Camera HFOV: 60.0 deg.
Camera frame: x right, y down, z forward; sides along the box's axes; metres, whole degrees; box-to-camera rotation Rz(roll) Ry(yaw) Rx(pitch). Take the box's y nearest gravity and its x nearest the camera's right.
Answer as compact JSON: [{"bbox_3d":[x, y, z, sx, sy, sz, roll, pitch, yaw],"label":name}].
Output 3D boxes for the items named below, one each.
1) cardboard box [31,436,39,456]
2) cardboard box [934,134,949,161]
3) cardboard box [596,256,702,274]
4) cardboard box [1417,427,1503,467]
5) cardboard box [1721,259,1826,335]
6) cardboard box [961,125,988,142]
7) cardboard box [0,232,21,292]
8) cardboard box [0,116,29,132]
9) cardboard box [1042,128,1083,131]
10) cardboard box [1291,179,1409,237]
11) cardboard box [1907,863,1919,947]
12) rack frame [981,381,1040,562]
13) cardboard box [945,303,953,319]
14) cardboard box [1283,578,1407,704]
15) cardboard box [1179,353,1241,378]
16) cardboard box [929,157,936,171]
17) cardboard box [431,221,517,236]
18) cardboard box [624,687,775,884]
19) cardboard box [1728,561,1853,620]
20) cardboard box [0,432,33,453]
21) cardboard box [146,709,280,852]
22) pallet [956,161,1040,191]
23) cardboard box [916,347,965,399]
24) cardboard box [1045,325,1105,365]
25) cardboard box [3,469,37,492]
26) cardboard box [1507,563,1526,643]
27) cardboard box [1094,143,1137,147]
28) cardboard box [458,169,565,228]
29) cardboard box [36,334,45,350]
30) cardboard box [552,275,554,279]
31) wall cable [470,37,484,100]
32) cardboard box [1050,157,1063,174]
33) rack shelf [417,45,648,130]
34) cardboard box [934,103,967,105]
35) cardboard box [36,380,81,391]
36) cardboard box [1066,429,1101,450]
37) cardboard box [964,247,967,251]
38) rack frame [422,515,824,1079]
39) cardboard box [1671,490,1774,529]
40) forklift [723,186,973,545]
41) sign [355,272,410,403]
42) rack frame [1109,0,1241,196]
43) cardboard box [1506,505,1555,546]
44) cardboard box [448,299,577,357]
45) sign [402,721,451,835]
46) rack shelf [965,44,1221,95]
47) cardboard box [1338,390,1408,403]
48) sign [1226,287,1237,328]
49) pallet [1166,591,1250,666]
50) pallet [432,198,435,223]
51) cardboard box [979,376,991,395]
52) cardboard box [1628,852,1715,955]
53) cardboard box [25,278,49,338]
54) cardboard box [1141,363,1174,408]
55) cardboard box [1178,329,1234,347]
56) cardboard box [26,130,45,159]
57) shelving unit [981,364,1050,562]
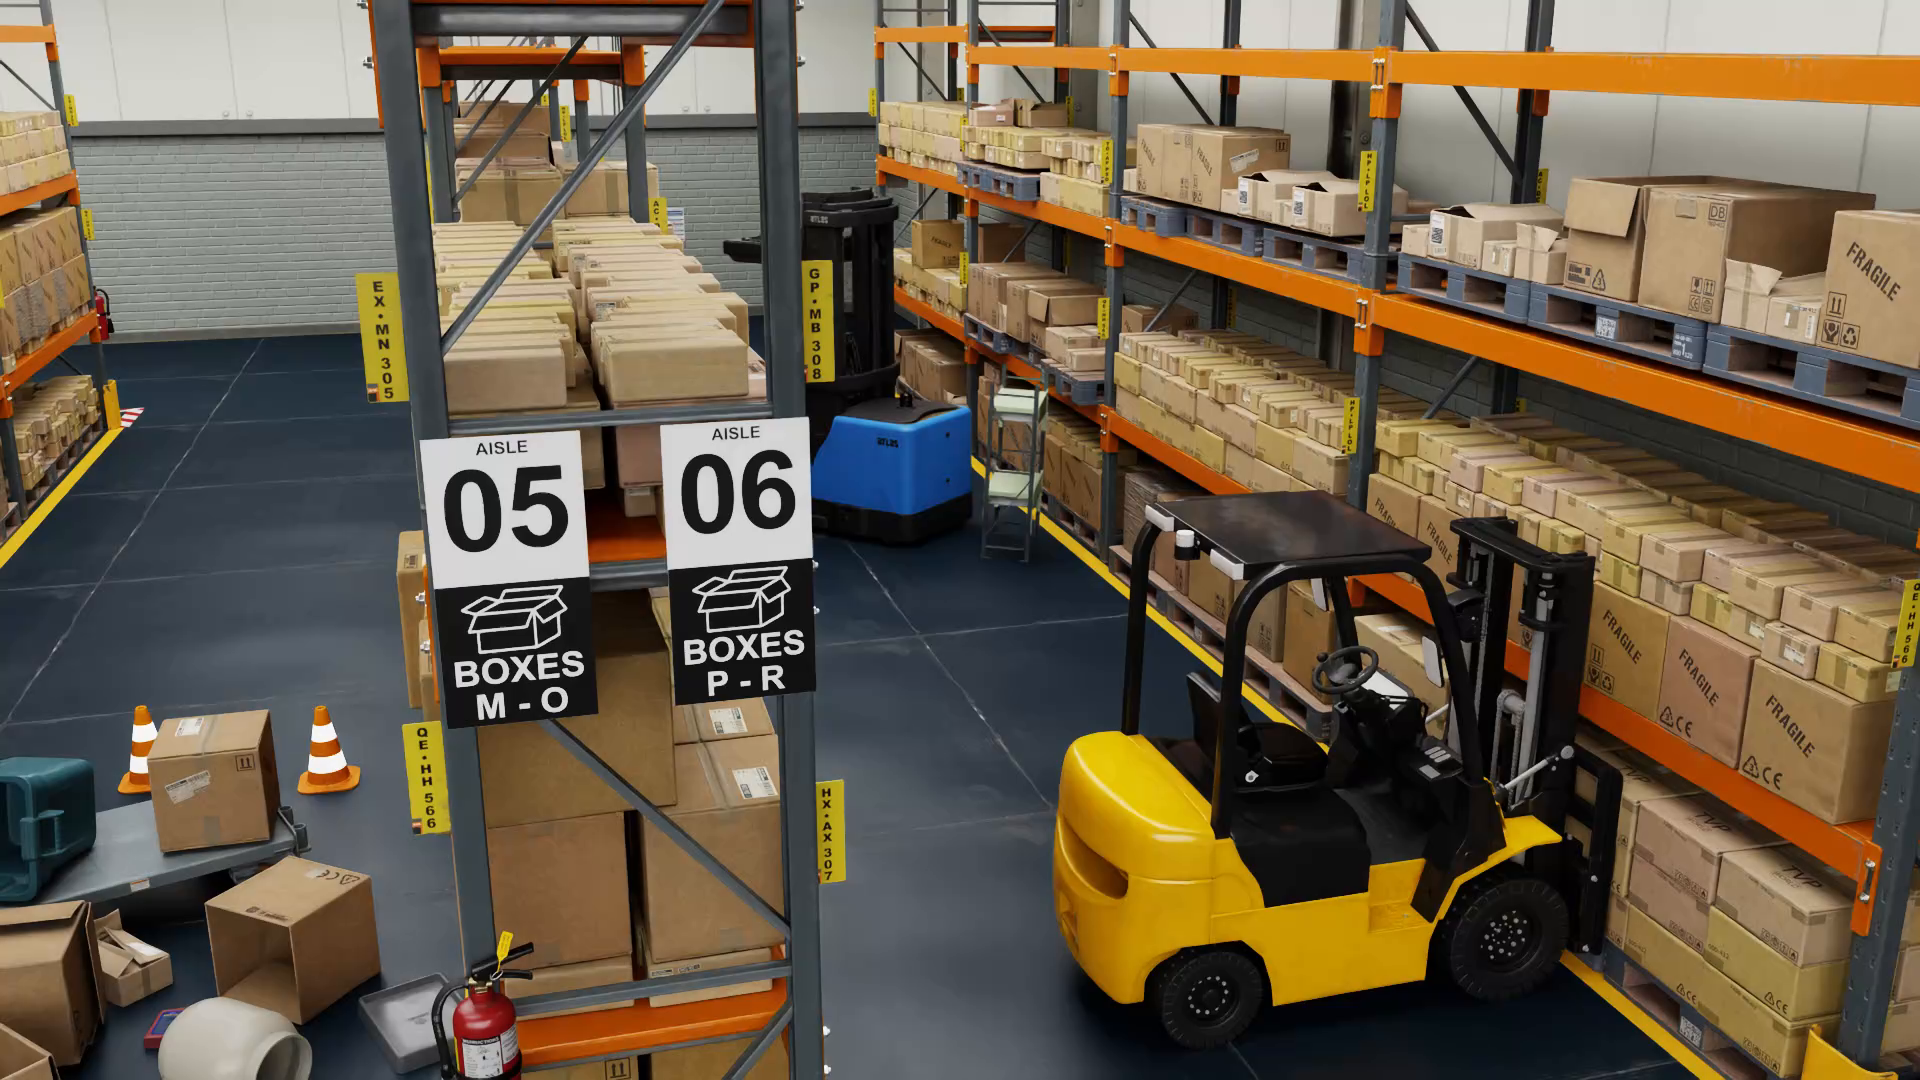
[{"bbox_3d":[-9.059,-0.891,15.912,0.380,0.149,0.250,-6,18,-18],"label":"cardboard box"},{"bbox_3d":[0.038,-4.161,17.620,0.500,0.250,0.500,-5,18,-17],"label":"cardboard box"},{"bbox_3d":[-1.193,-0.997,6.395,0.380,0.149,0.250,-4,17,-15],"label":"cardboard box"},{"bbox_3d":[2.741,-0.510,9.117,0.380,0.149,0.250,-4,17,-14],"label":"cardboard box"},{"bbox_3d":[3.273,-0.975,6.598,0.396,0.266,0.258,-5,17,-15],"label":"cardboard box"},{"bbox_3d":[0.225,-3.988,16.315,0.380,0.149,0.250,-4,17,-14],"label":"cardboard box"},{"bbox_3d":[-8.985,-2.540,15.265,0.500,0.500,0.500,-5,18,-17],"label":"cardboard box"},{"bbox_3d":[-9.342,-4.061,16.241,0.380,0.149,0.250,-4,17,-14],"label":"cardboard box"},{"bbox_3d":[0.991,-3.821,15.759,0.380,0.149,0.250,-4,17,-14],"label":"cardboard box"},{"bbox_3d":[2.330,-2.008,9.961,0.500,0.311,0.500,-5,18,-17],"label":"cardboard box"},{"bbox_3d":[3.912,1.411,6.852,0.500,0.250,0.500,-5,17,-16],"label":"cardboard box"},{"bbox_3d":[0.408,-0.550,13.640,0.400,1.500,0.023,5,17,8],"label":"rack frame"},{"bbox_3d":[0.047,-2.486,17.949,0.380,0.149,0.250,-4,17,-14],"label":"cardboard box"},{"bbox_3d":[2.609,0.608,10.611,0.875,0.625,0.625,-4,17,-13],"label":"cardboard box"},{"bbox_3d":[1.820,-1.257,12.120,0.380,0.149,0.250,-5,17,-15],"label":"cardboard box"},{"bbox_3d":[-0.131,-4.146,18.264,0.380,0.149,0.250,-5,17,-15],"label":"cardboard box"},{"bbox_3d":[-2.236,-1.376,7.656,0.380,0.149,0.250,-5,17,-16],"label":"cardboard box"},{"bbox_3d":[-0.918,0.829,5.787,0.500,0.500,0.500,-4,17,-14],"label":"cardboard box"},{"bbox_3d":[3.366,0.203,6.745,0.380,0.149,0.250,-4,17,-14],"label":"cardboard box"},{"bbox_3d":[-8.853,-0.898,15.418,0.380,0.149,0.250,-4,17,-13],"label":"cardboard box"},{"bbox_3d":[-3.711,1.193,8.297,0.500,0.500,0.500,-5,17,-15],"label":"cardboard box"},{"bbox_3d":[0.676,-3.558,16.195,1.213,0.211,1.003,-5,17,-15],"label":"pallet"},{"bbox_3d":[-0.211,-1.937,19.303,0.500,0.500,0.500,-4,17,-14],"label":"cardboard box"},{"bbox_3d":[1.063,-1.686,14.383,0.500,0.250,0.500,-6,18,-18],"label":"cardboard box"},{"bbox_3d":[-8.730,-0.546,15.283,0.380,0.149,0.250,-5,18,-18],"label":"cardboard box"},{"bbox_3d":[2.933,0.194,8.419,0.500,0.500,0.500,-5,17,-16],"label":"cardboard box"},{"bbox_3d":[1.314,-3.142,13.534,0.380,0.149,0.250,-5,18,-17],"label":"cardboard box"},{"bbox_3d":[-2.290,-1.747,8.500,0.500,0.250,0.500,-4,17,-14],"label":"cardboard box"},{"bbox_3d":[-9.110,-1.929,16.096,0.380,0.149,0.250,-4,17,-13],"label":"cardboard box"},{"bbox_3d":[-2.000,-1.013,7.140,0.500,0.250,0.500,-5,17,-16],"label":"cardboard box"},{"bbox_3d":[-7.140,-7.535,23.893,0.463,3.000,0.029,-5,17,-15],"label":"wall cable"},{"bbox_3d":[1.007,-3.284,14.523,0.380,0.149,0.250,-4,17,-14],"label":"cardboard box"},{"bbox_3d":[-2.558,-2.681,9.682,1.077,0.370,4.000,-5,17,-15],"label":"rack shelf"},{"bbox_3d":[-0.002,-5.006,19.563,0.500,0.250,0.500,-5,17,-17],"label":"cardboard box"},{"bbox_3d":[-9.635,-1.611,17.793,0.380,0.149,0.250,-4,17,-14],"label":"cardboard box"},{"bbox_3d":[1.150,-0.871,14.627,0.380,0.149,0.250,-5,18,-17],"label":"cardboard box"},{"bbox_3d":[-0.153,-3.468,20.527,0.500,0.250,0.500,-4,17,-14],"label":"cardboard box"},{"bbox_3d":[-0.909,1.315,4.859,1.000,3.000,0.127,-5,17,-15],"label":"rack frame"},{"bbox_3d":[3.578,-0.119,7.815,0.380,0.149,0.250,-5,17,-15],"label":"cardboard box"},{"bbox_3d":[-1.397,-1.669,14.915,3.031,2.935,1.130,11,20,32],"label":"forklift"},{"bbox_3d":[-1.448,-0.507,4.172,0.100,0.325,0.005,-5,17,-15],"label":"sign"},{"bbox_3d":[1.664,-4.164,12.672,1.000,3.000,0.127,-5,17,-15],"label":"rack frame"},{"bbox_3d":[2.922,-0.078,8.195,0.380,0.149,0.250,-5,18,-17],"label":"cardboard box"},{"bbox_3d":[-1.428,-0.671,5.307,0.380,0.149,0.250,-5,17,-15],"label":"cardboard box"},{"bbox_3d":[-1.448,0.648,4.519,0.100,0.325,0.005,-5,17,-15],"label":"sign"},{"bbox_3d":[1.114,-4.181,14.675,1.077,0.370,4.000,-5,17,-15],"label":"rack shelf"},{"bbox_3d":[2.692,-0.874,10.845,0.380,0.149,0.250,-5,17,-16],"label":"cardboard box"},{"bbox_3d":[2.197,-1.890,13.518,0.100,0.325,0.005,-5,17,-15],"label":"sign"},{"bbox_3d":[2.184,0.612,12.047,1.003,0.211,1.213,-5,17,-15],"label":"pallet"},{"bbox_3d":[-3.335,-2.417,12.400,1.213,0.211,1.003,-4,17,-13],"label":"pallet"},{"bbox_3d":[0.407,-1.592,17.024,0.380,0.149,0.250,-4,17,-13],"label":"cardboard box"},{"bbox_3d":[3.301,1.549,7.262,0.500,0.250,0.500,-5,17,-16],"label":"cardboard box"},{"bbox_3d":[-9.079,-2.210,15.905,0.500,0.500,0.500,-5,17,-16],"label":"cardboard box"},{"bbox_3d":[1.688,-1.178,12.551,0.500,0.250,0.500,-4,17,-14],"label":"cardboard box"},{"bbox_3d":[1.948,-1.575,13.181,0.380,0.149,0.250,-4,17,-13],"label":"cardboard box"},{"bbox_3d":[-9.387,-3.905,16.414,0.500,0.250,0.500,-4,17,-14],"label":"cardboard box"},{"bbox_3d":[0.466,-0.655,13.986,0.431,1.500,0.755,5,17,8],"label":"shelving unit"}]
